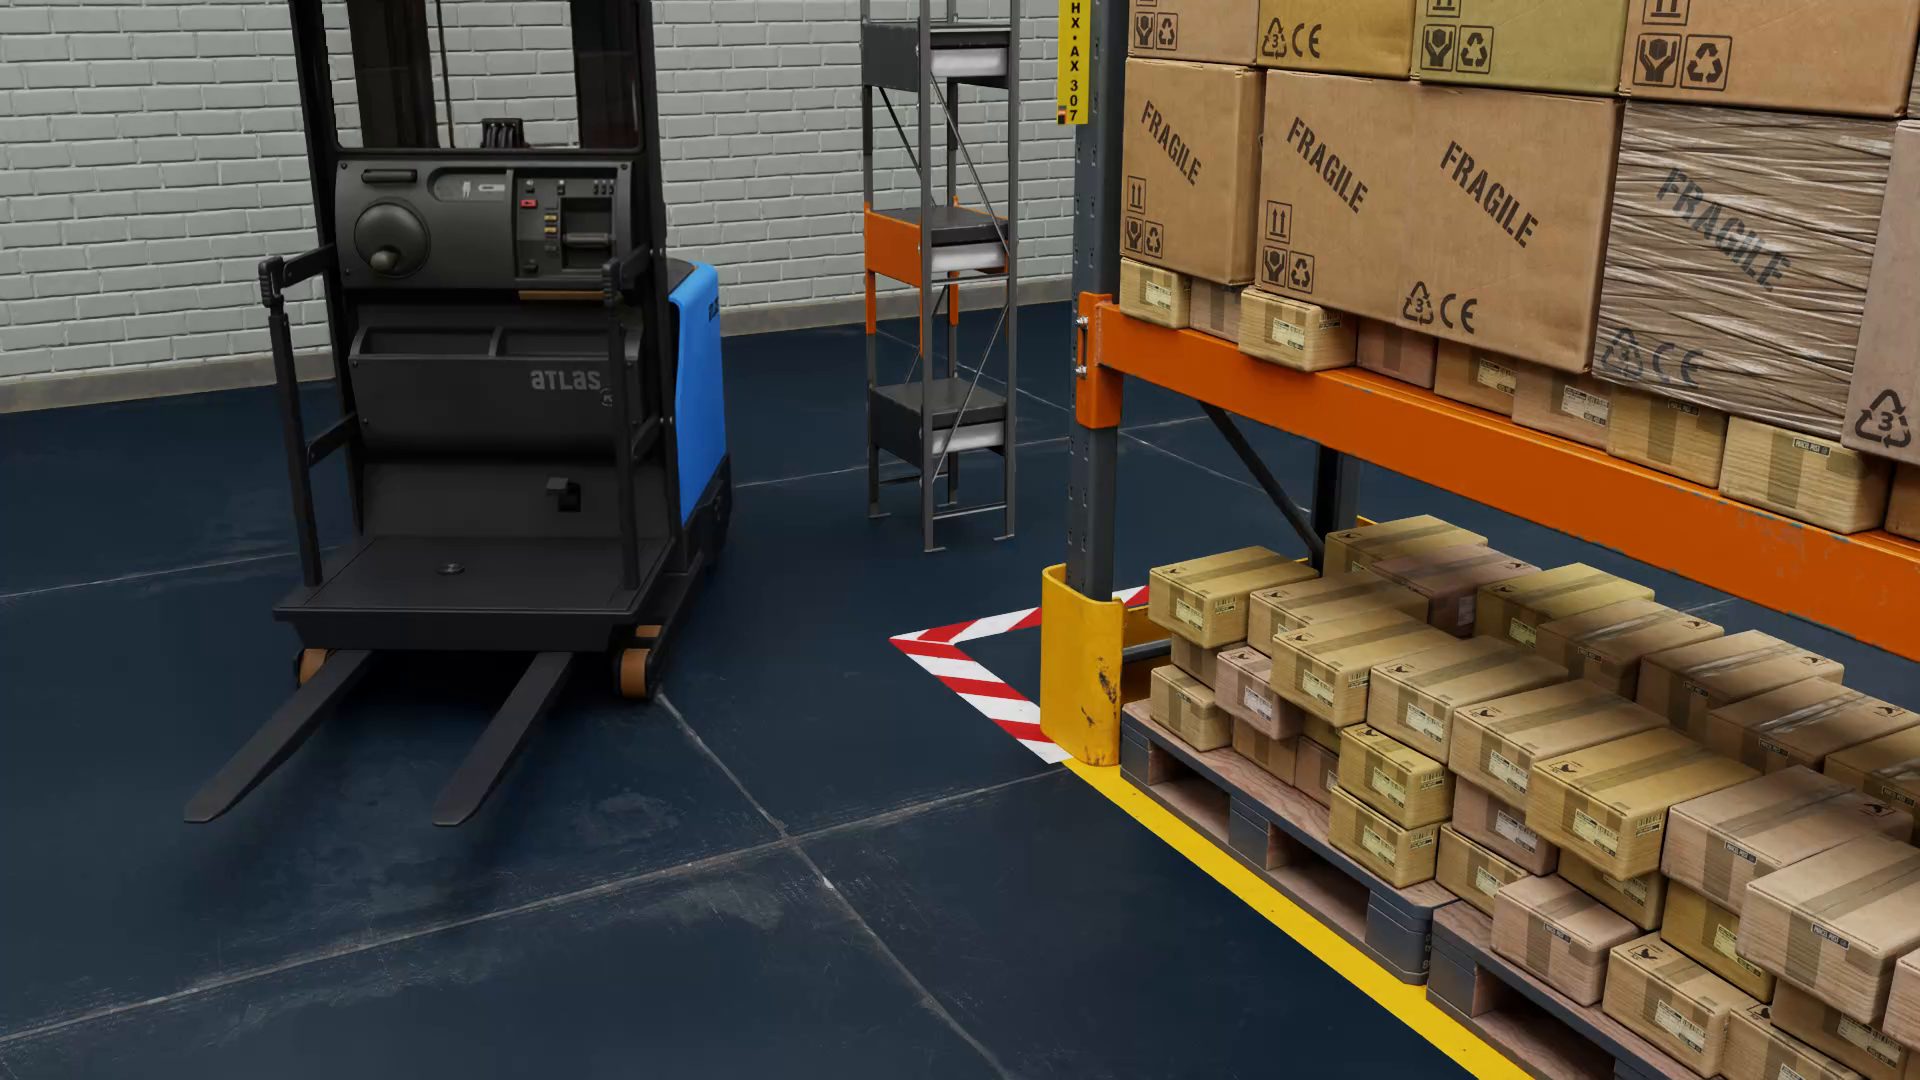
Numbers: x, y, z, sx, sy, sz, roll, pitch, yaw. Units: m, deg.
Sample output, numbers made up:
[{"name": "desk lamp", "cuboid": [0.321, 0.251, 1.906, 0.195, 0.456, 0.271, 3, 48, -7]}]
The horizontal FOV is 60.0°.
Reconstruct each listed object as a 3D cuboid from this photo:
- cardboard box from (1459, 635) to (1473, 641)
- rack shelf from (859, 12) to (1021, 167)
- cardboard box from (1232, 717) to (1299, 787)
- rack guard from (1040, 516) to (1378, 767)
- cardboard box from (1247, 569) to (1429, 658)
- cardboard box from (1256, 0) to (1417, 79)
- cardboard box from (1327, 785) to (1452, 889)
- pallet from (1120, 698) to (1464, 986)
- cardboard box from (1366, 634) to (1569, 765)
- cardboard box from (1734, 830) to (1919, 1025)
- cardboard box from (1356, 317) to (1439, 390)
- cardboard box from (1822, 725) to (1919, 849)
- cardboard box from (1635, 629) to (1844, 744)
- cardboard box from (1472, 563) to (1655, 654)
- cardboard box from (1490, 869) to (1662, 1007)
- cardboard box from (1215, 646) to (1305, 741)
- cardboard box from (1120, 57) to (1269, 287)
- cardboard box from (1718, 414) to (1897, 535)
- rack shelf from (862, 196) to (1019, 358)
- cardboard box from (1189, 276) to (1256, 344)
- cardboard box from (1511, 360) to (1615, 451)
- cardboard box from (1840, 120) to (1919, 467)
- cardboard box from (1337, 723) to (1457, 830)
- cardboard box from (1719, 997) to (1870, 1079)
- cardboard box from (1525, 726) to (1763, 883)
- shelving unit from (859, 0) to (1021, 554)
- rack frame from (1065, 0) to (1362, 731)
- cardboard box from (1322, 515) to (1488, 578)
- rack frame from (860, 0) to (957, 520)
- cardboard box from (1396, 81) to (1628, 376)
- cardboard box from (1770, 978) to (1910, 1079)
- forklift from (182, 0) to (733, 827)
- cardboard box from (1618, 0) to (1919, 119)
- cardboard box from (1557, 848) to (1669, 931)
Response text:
[{"name": "cardboard box", "cuboid": [1.355, 0.276, 4.503, 0.380, 0.149, 0.250, -11, 22, -28]}, {"name": "rack shelf", "cuboid": [-0.079, -1.689, 6.203, 0.431, 0.518, 0.480, -10, 21, -27]}, {"name": "cardboard box", "cuboid": [0.939, 0.489, 4.343, 0.380, 0.149, 0.250, -10, 21, -27]}, {"name": "rack guard", "cuboid": [0.812, 0.281, 5.052, 1.175, 0.500, 0.348, -10, 21, -27]}, {"name": "cardboard box", "cuboid": [0.963, 0.209, 4.243, 0.380, 0.149, 0.250, -10, 21, -26]}, {"name": "cardboard box", "cuboid": [1.001, -1.270, 3.570, 0.500, 0.500, 0.500, -9, 21, -25]}, {"name": "cardboard box", "cuboid": [1.088, 0.649, 3.878, 0.380, 0.149, 0.250, -10, 21, -26]}, {"name": "pallet", "cuboid": [1.167, 0.656, 4.407, 1.003, 0.211, 1.213, -10, 21, -27]}, {"name": "cardboard box", "cuboid": [1.160, 0.359, 3.807, 0.380, 0.149, 0.250, -11, 22, -29]}, {"name": "cardboard box", "cuboid": [1.593, 0.668, 2.910, 0.380, 0.149, 0.250, -11, 22, -29]}, {"name": "cardboard box", "cuboid": [1.123, -0.455, 3.736, 0.380, 0.149, 0.250, -9, 21, -24]}, {"name": "cardboard box", "cuboid": [1.975, 0.510, 3.370, 0.380, 0.149, 0.250, -10, 21, -26]}, {"name": "cardboard box", "cuboid": [1.798, 0.346, 3.845, 0.380, 0.149, 0.250, -9, 21, -25]}, {"name": "cardboard box", "cuboid": [1.554, 0.193, 4.287, 0.380, 0.149, 0.250, -11, 22, -28]}, {"name": "cardboard box", "cuboid": [1.335, 0.793, 3.462, 0.380, 0.149, 0.250, -11, 22, -29]}, {"name": "cardboard box", "cuboid": [0.879, 0.363, 4.251, 0.380, 0.149, 0.250, -10, 21, -27]}, {"name": "cardboard box", "cuboid": [0.746, -0.939, 4.145, 0.500, 0.500, 0.500, -9, 21, -24]}, {"name": "cardboard box", "cuboid": [1.528, -0.139, 2.822, 0.380, 0.149, 0.250, -10, 21, -26]}, {"name": "rack shelf", "cuboid": [-0.079, -1.027, 6.431, 0.431, 0.518, 0.480, -10, 21, -27]}, {"name": "cardboard box", "cuboid": [0.799, -0.594, 4.138, 0.380, 0.149, 0.250, -9, 21, -25]}, {"name": "cardboard box", "cuboid": [1.323, -0.298, 3.282, 0.380, 0.149, 0.250, -10, 22, -28]}, {"name": "cardboard box", "cuboid": [1.717, -0.350, 2.437, 0.500, 0.500, 0.500, -10, 21, -27]}, {"name": "cardboard box", "cuboid": [1.100, 0.510, 3.825, 0.380, 0.149, 0.250, -9, 21, -25]}, {"name": "cardboard box", "cuboid": [1.633, 0.932, 3.058, 0.380, 0.149, 0.250, -10, 21, -26]}, {"name": "cardboard box", "cuboid": [1.368, 0.523, 3.332, 0.380, 0.149, 0.250, -10, 21, -26]}, {"name": "shelving unit", "cuboid": [-0.079, -1.040, 6.427, 0.431, 2.100, 0.503, -10, 21, -27]}, {"name": "rack frame", "cuboid": [0.776, -0.923, 4.707, 1.000, 3.000, 0.127, -10, 21, -27]}, {"name": "cardboard box", "cuboid": [1.250, 0.058, 4.680, 0.380, 0.149, 0.250, -10, 21, -26]}, {"name": "rack frame", "cuboid": [-0.194, -1.110, 6.630, 0.400, 2.100, 0.015, -10, 21, -27]}, {"name": "cardboard box", "cuboid": [1.244, -0.647, 3.298, 0.500, 0.500, 0.500, -10, 21, -26]}, {"name": "cardboard box", "cuboid": [1.683, 0.805, 2.969, 0.380, 0.149, 0.250, -11, 22, -29]}, {"name": "forklift", "cuboid": [-1.493, -0.991, 5.009, 1.130, 2.935, 3.031, 1, 19, 1]}, {"name": "cardboard box", "cuboid": [1.473, -0.971, 2.705, 0.500, 0.500, 0.500, -11, 22, -28]}, {"name": "cardboard box", "cuboid": [1.475, 0.643, 3.440, 0.380, 0.149, 0.250, -9, 21, -24]}]
